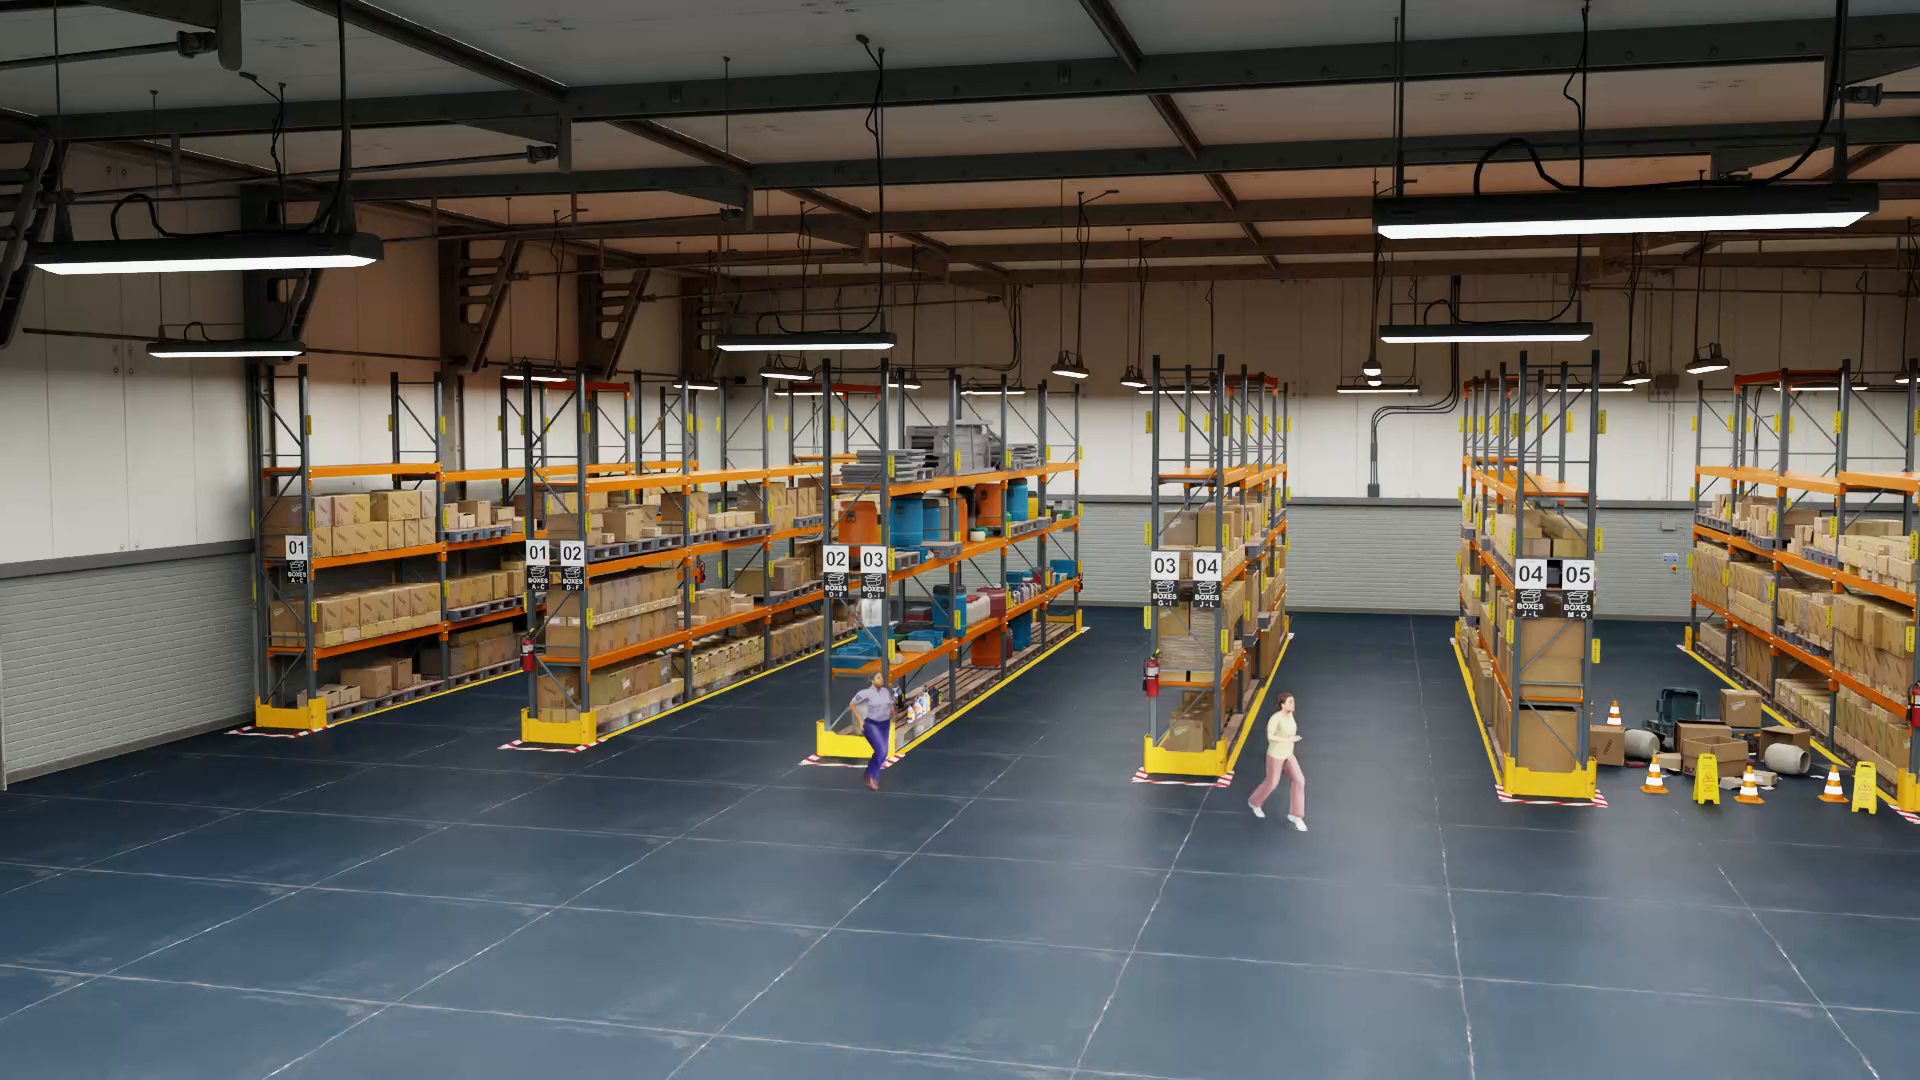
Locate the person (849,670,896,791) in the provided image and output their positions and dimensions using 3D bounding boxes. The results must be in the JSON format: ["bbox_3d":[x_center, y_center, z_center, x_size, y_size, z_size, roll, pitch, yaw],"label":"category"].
[{"bbox_3d":[-1.130,2.620,22.835,0.669,1.633,0.577,4,5,43],"label":"person"}]

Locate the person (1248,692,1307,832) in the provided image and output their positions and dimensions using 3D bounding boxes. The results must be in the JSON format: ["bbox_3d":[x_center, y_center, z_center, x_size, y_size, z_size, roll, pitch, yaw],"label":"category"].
[{"bbox_3d":[3.979,2.737,20.816,0.599,1.704,0.930,-4,5,-42],"label":"person"}]

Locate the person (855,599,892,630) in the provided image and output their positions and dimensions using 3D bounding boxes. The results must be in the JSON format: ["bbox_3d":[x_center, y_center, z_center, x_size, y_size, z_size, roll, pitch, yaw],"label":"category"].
[{"bbox_3d":[-1.647,1.669,31.450,0.691,1.752,0.734,0,4,5],"label":"person"}]
